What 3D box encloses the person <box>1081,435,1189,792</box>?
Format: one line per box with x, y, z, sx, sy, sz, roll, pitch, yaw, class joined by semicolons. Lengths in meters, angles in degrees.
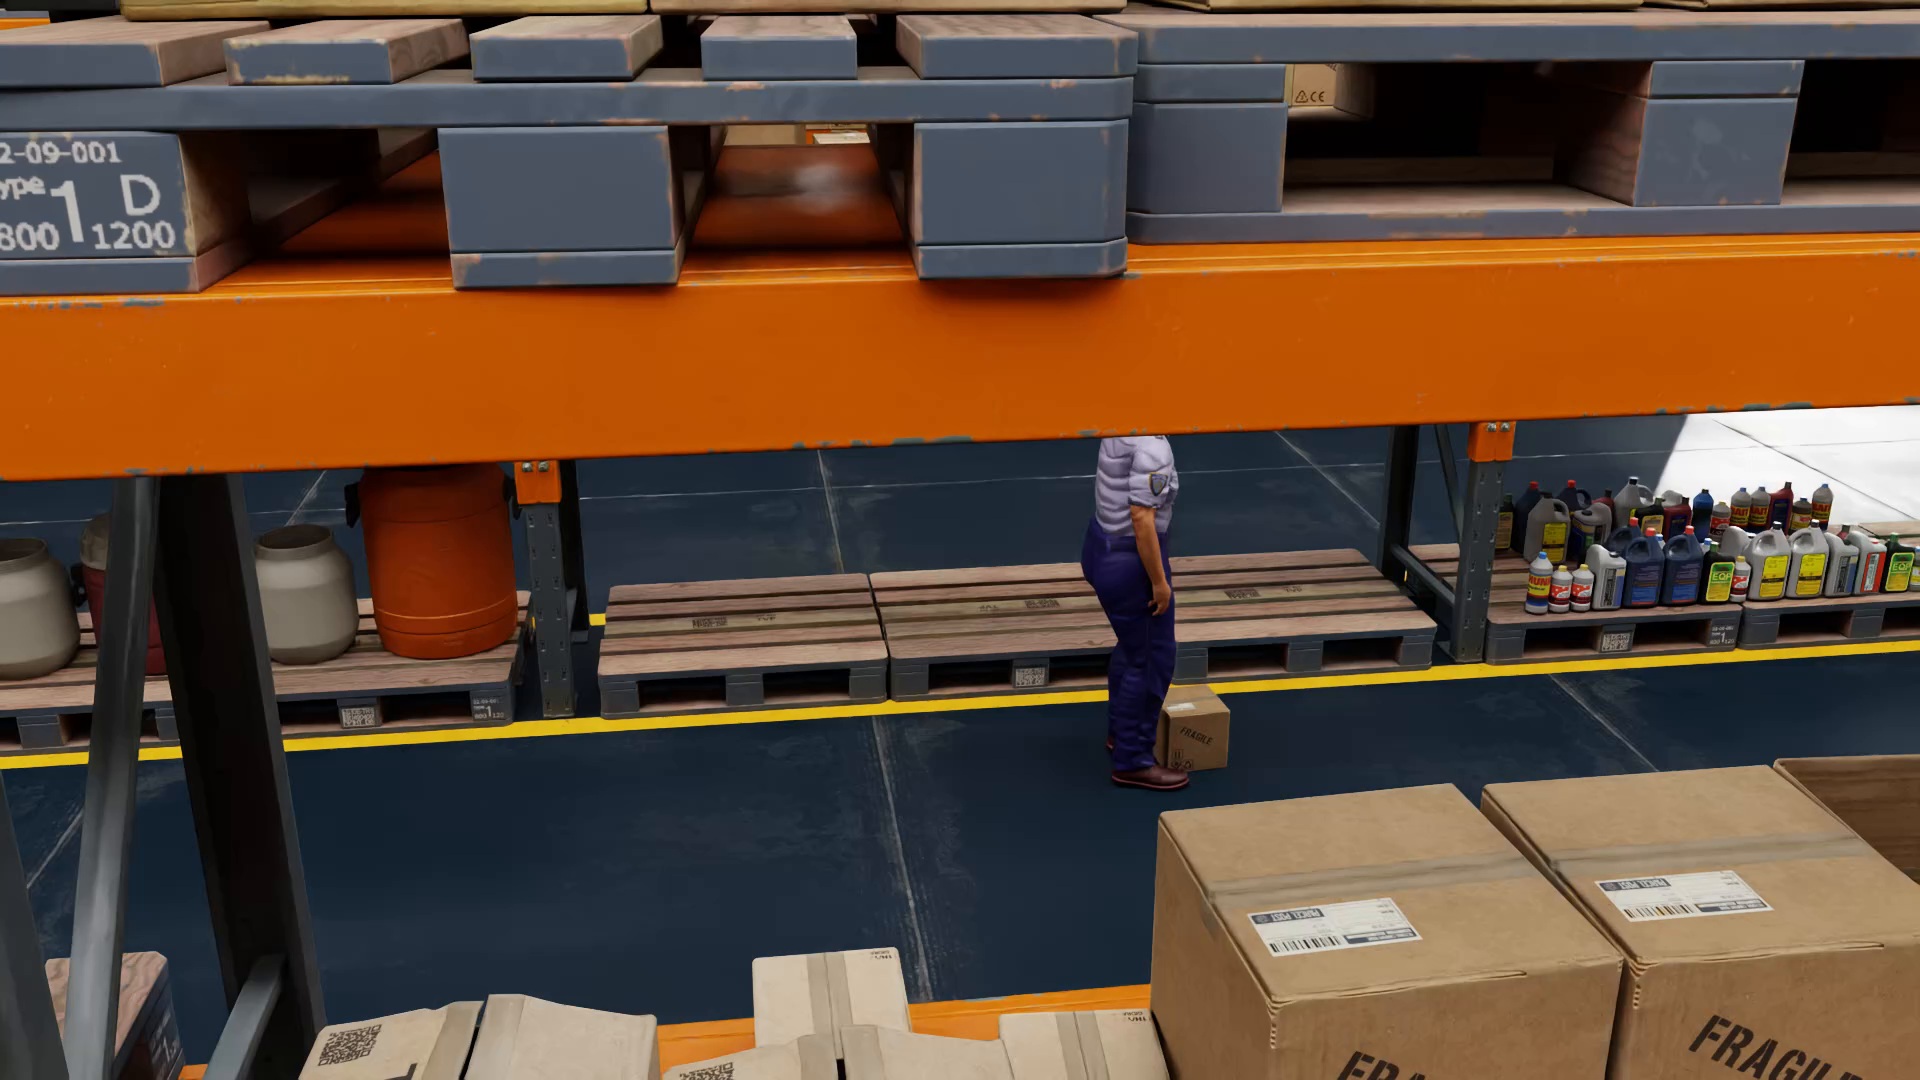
0.693;0.103;6.312;0.424;1.647;0.544;-4;20;-10;person
